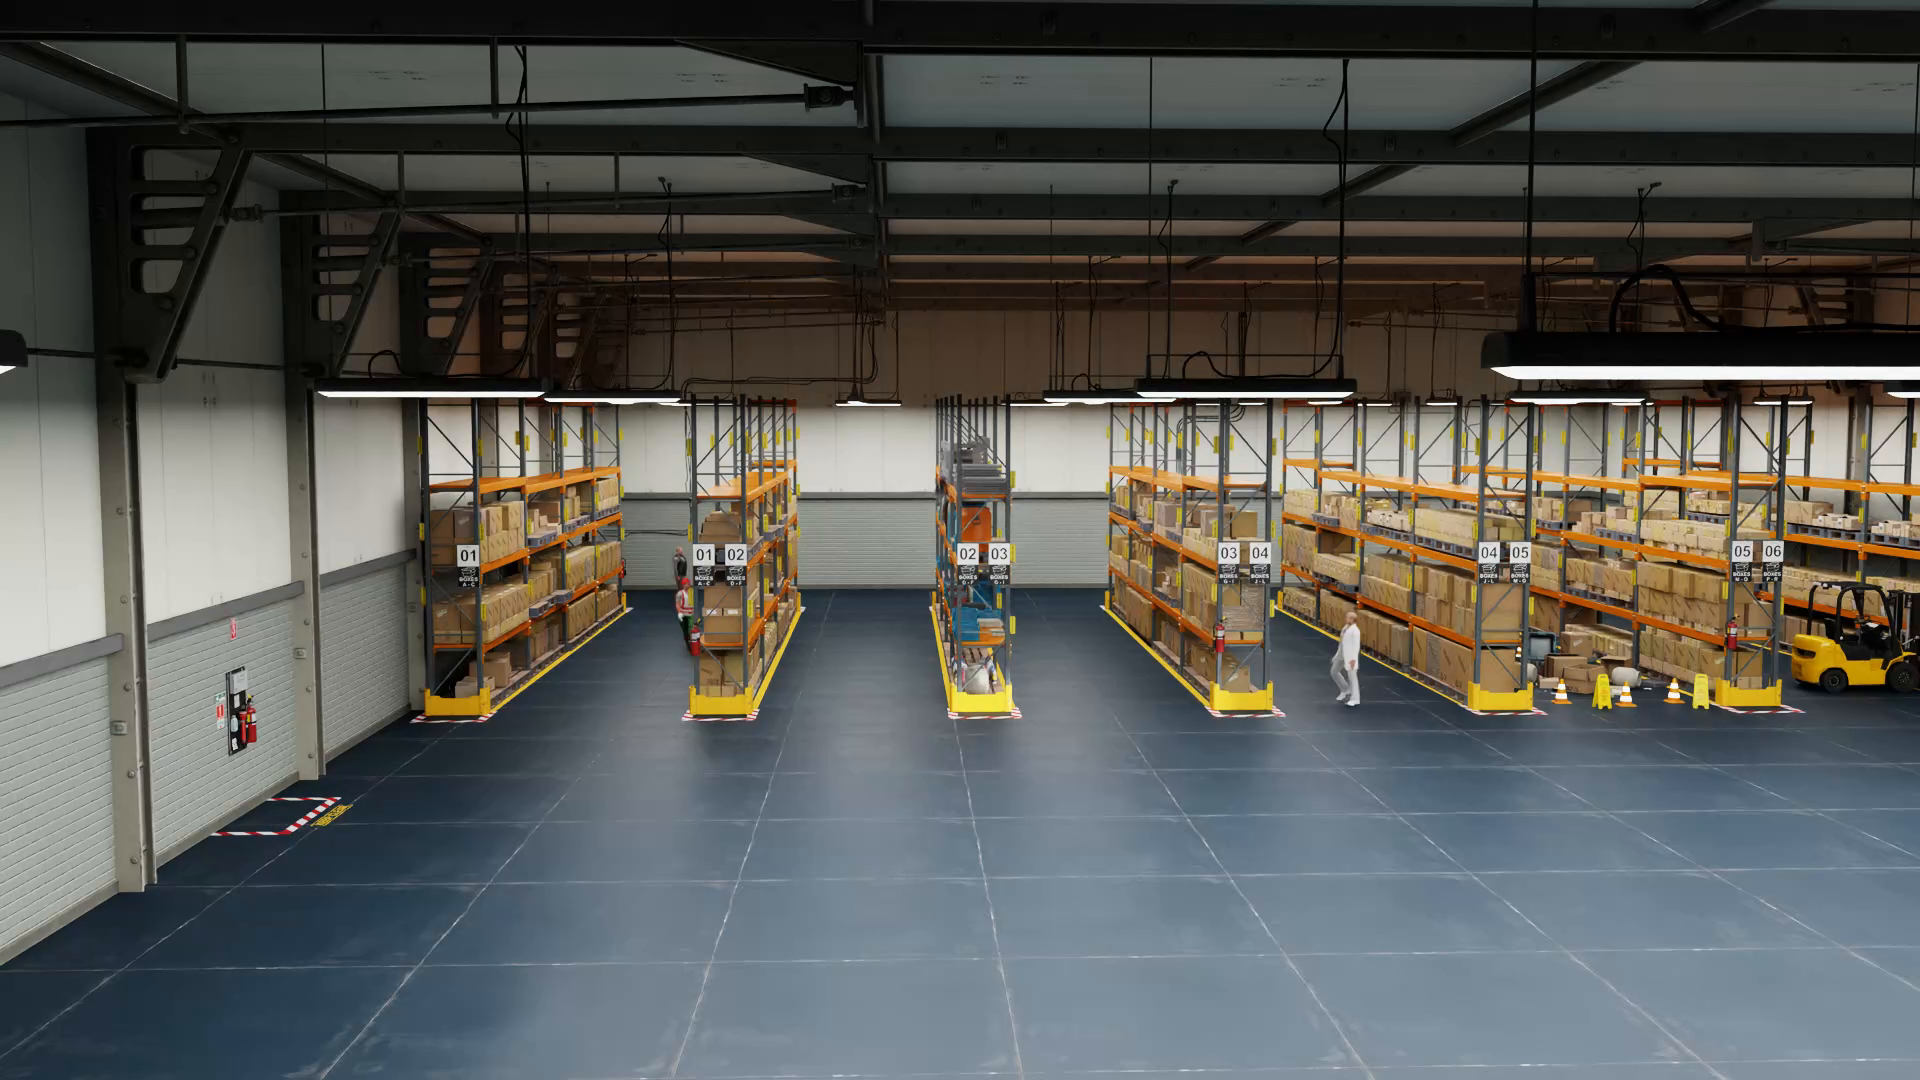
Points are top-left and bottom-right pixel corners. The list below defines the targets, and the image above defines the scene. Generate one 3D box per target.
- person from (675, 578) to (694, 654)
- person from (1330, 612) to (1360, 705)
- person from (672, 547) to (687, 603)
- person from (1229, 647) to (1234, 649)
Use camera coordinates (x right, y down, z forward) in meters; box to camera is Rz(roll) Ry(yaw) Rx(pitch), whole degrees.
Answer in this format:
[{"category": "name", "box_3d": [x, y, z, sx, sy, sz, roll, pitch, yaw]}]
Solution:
[{"category": "person", "box_3d": [-6.425, 1.770, 39.005, 0.490, 1.743, 0.996, 0, 4, -2]}, {"category": "person", "box_3d": [7.518, 2.289, 32.264, 0.470, 1.765, 0.684, -2, 5, -27]}, {"category": "person", "box_3d": [-8.123, 1.046, 48.360, 0.466, 1.708, 0.547, 0, 4, 0]}, {"category": "person", "box_3d": [6.645, 1.747, 40.228, 0.440, 1.675, 0.948, 0, 4, -1]}]
